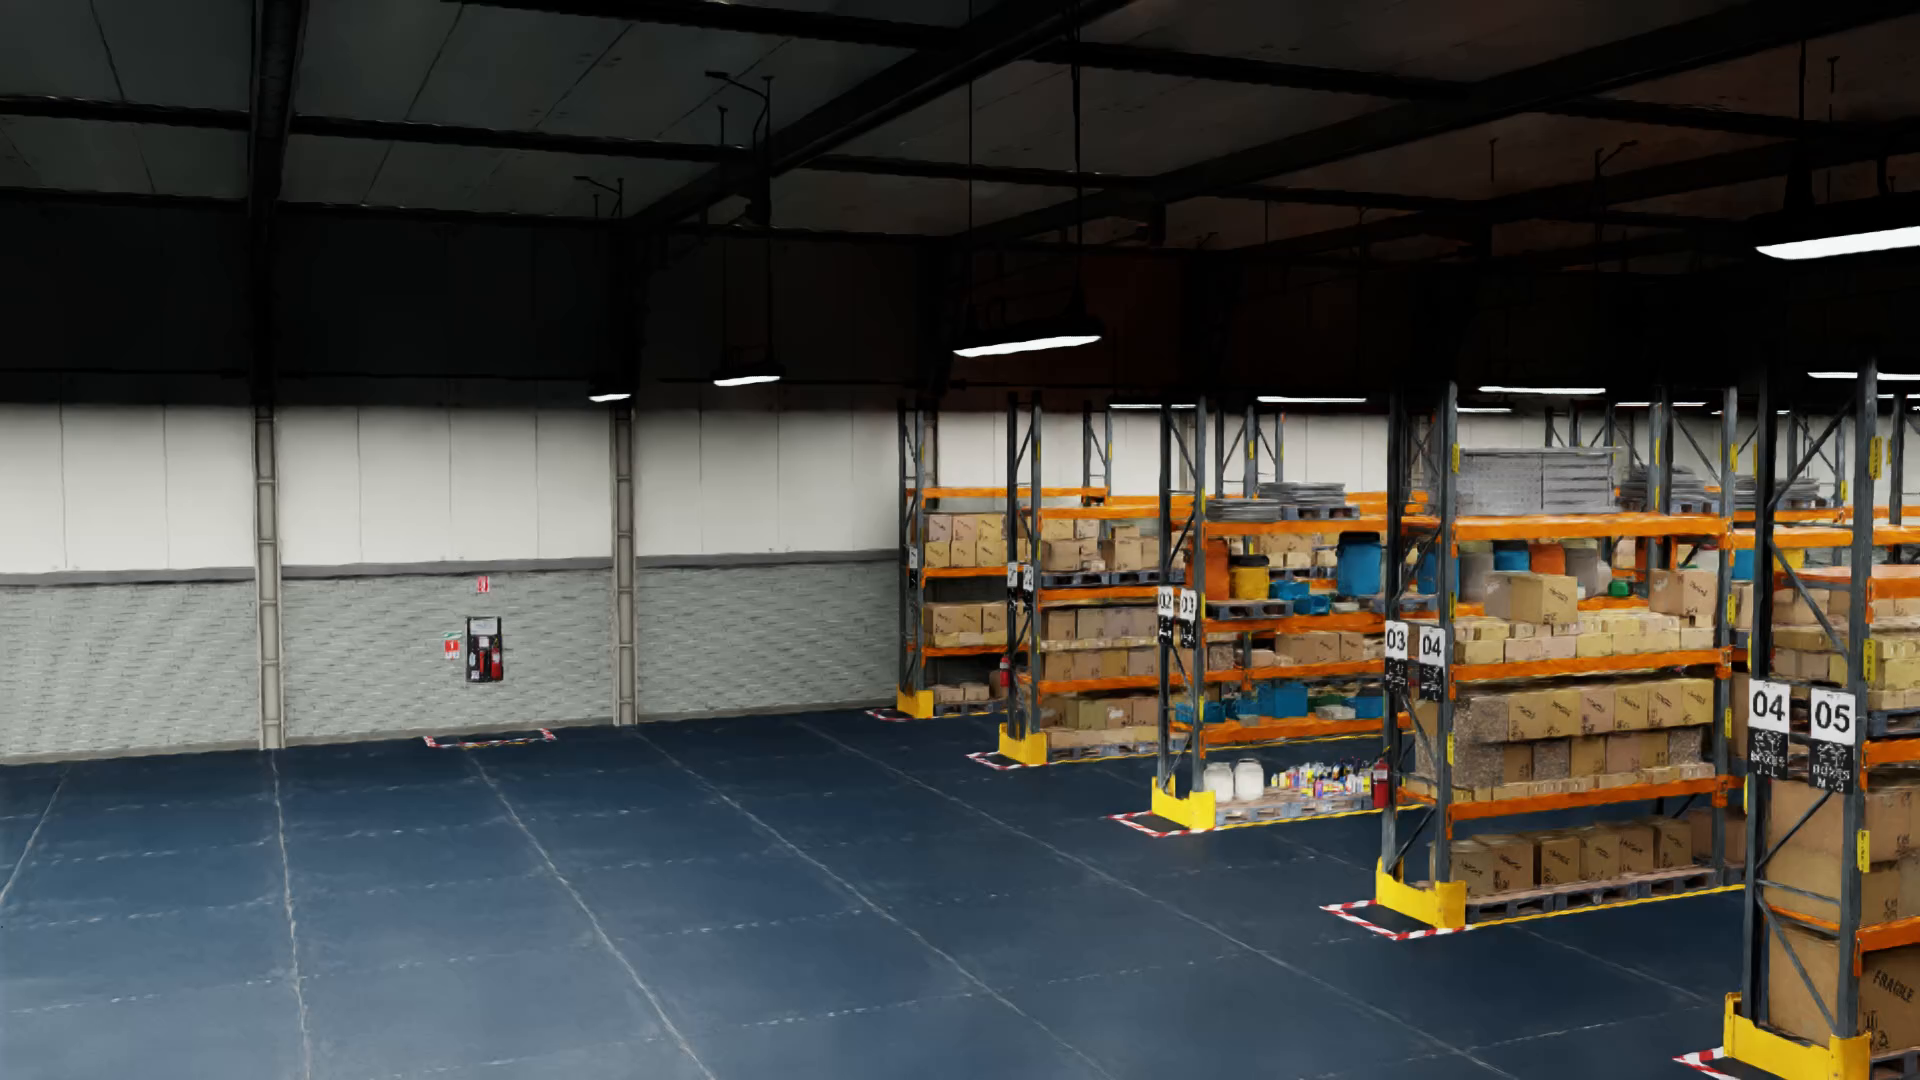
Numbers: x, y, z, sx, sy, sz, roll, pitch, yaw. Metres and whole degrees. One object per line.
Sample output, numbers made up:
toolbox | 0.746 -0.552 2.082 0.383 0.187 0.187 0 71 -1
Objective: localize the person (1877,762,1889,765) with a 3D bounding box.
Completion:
person | 10.474 3.283 18.750 0.517 1.581 0.625 -2 4 -25
